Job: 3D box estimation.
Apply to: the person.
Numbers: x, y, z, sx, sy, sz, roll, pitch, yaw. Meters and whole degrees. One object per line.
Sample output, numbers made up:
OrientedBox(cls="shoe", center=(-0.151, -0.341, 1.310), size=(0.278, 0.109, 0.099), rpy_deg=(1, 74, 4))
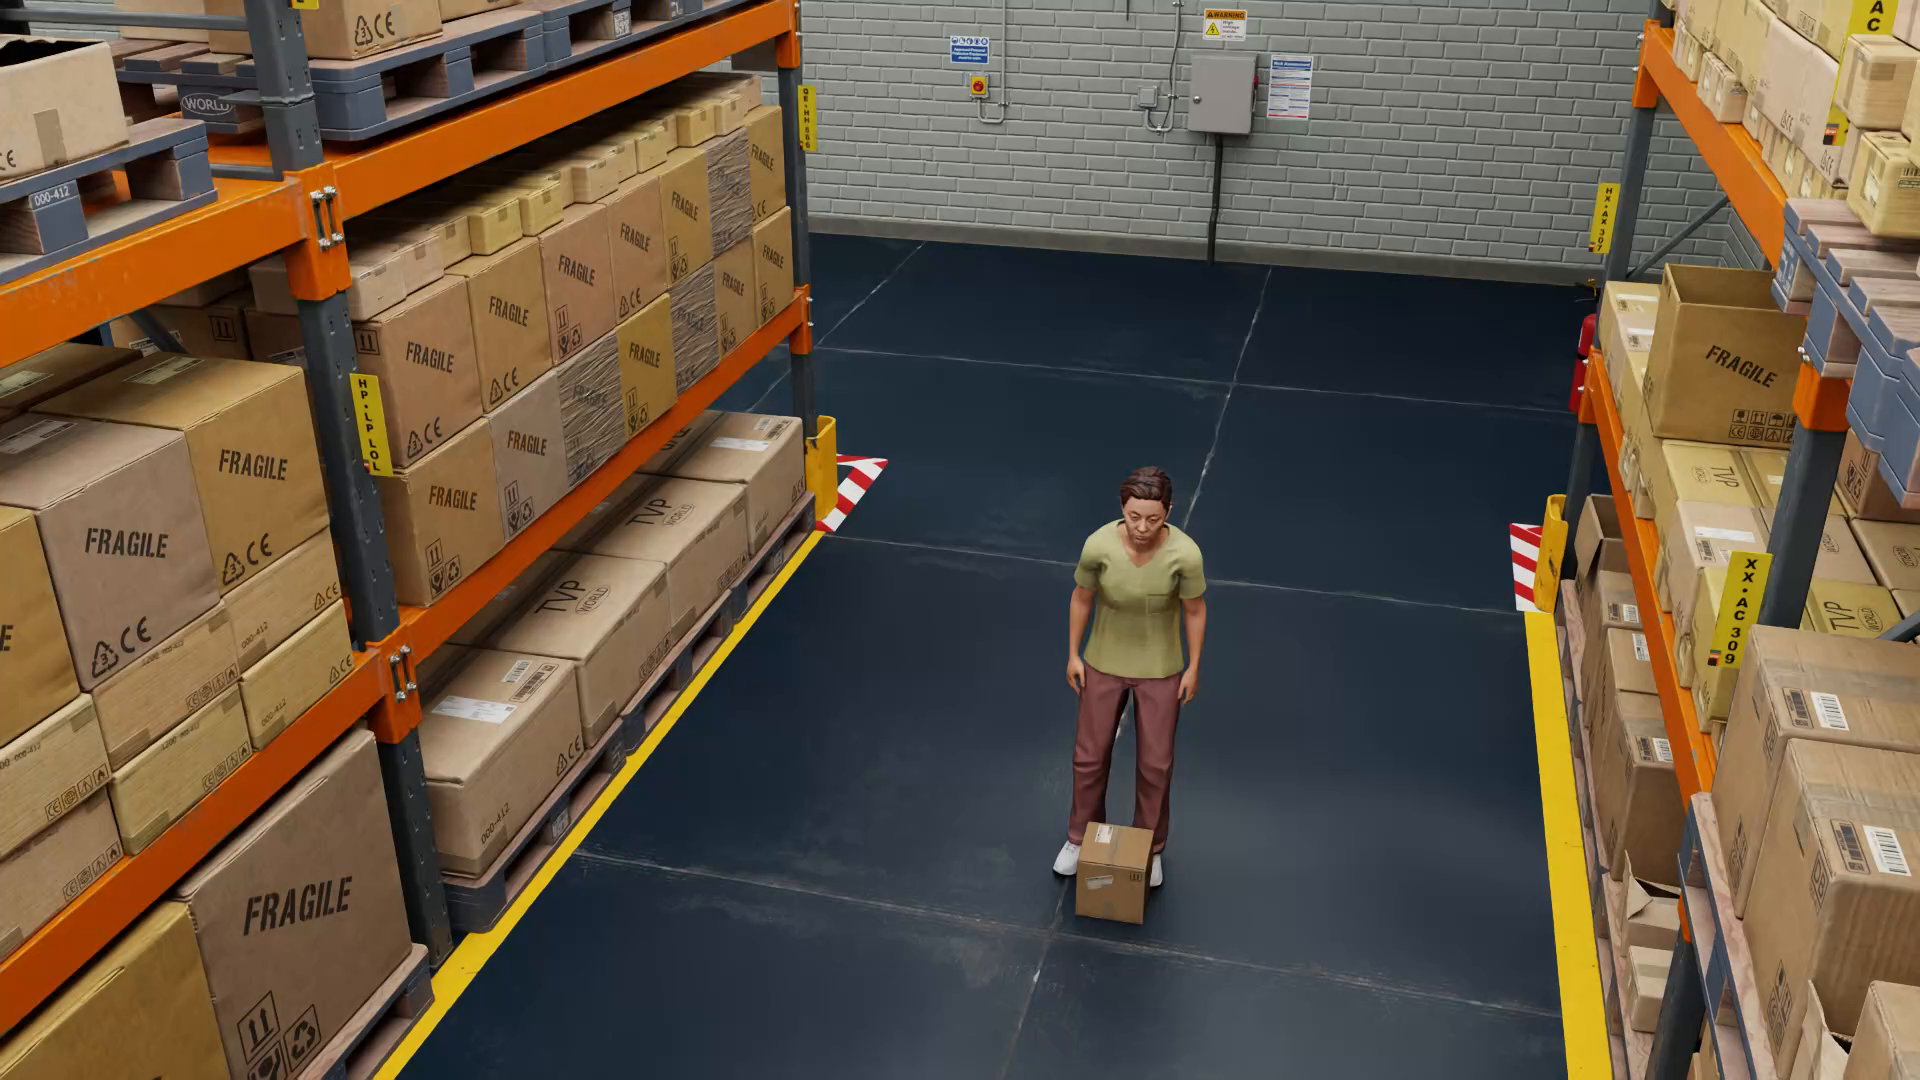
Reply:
OrientedBox(cls="person", center=(0.630, 0.488, 6.087), size=(0.504, 1.671, 0.364), rpy_deg=(5, 26, 11))
